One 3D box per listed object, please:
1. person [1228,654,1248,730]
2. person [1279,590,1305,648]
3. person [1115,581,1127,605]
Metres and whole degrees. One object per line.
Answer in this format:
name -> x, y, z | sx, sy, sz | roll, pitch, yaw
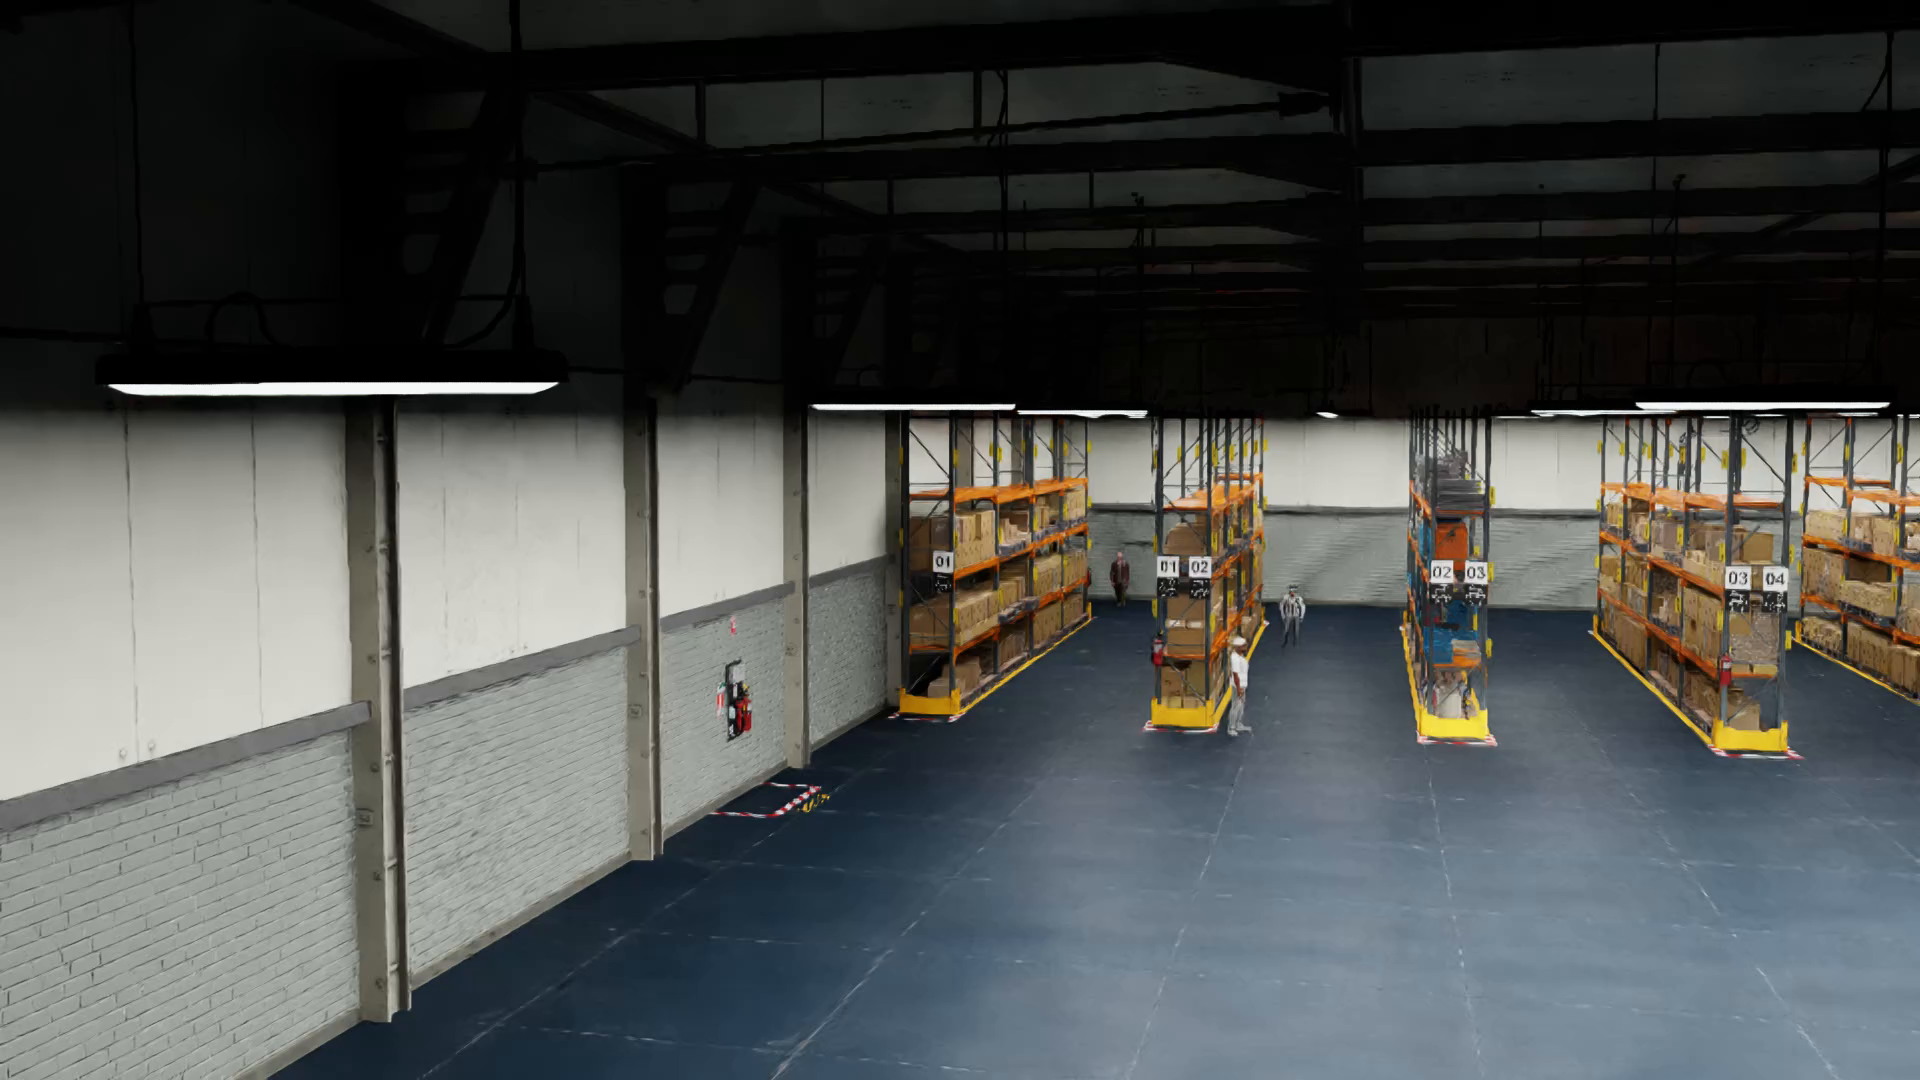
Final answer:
person -> 5.068, 2.748, 30.297 | 0.335, 1.437, 0.609 | 1, 4, 19
person -> 8.360, 1.929, 41.847 | 0.639, 1.604, 0.491 | 1, 4, 12
person -> 4.905, 1.533, 50.775 | 0.395, 0.955, 1.004 | 1, 4, 12
